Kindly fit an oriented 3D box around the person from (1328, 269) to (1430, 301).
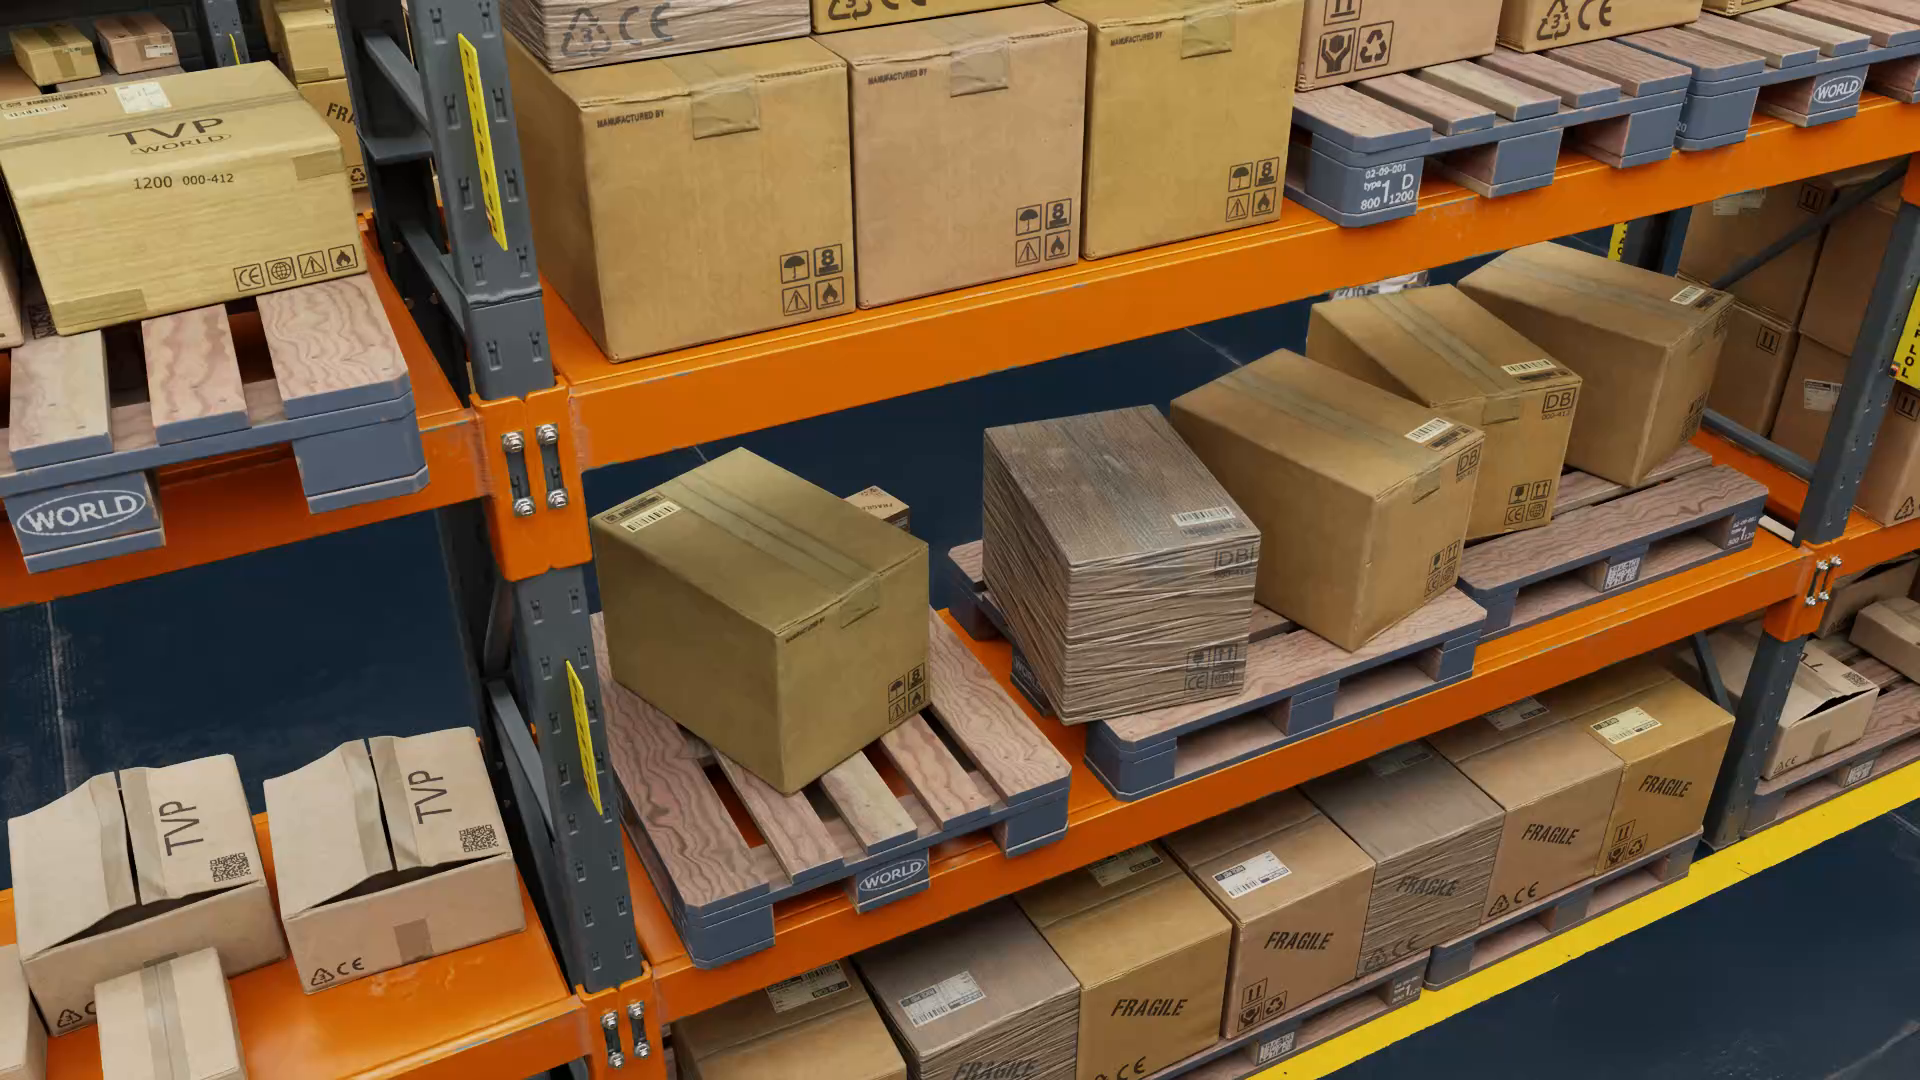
[{"bbox_3d":[1.844,-0.864,7.410,0.472,1.775,0.567,-12,35,-18],"label":"person"}]
